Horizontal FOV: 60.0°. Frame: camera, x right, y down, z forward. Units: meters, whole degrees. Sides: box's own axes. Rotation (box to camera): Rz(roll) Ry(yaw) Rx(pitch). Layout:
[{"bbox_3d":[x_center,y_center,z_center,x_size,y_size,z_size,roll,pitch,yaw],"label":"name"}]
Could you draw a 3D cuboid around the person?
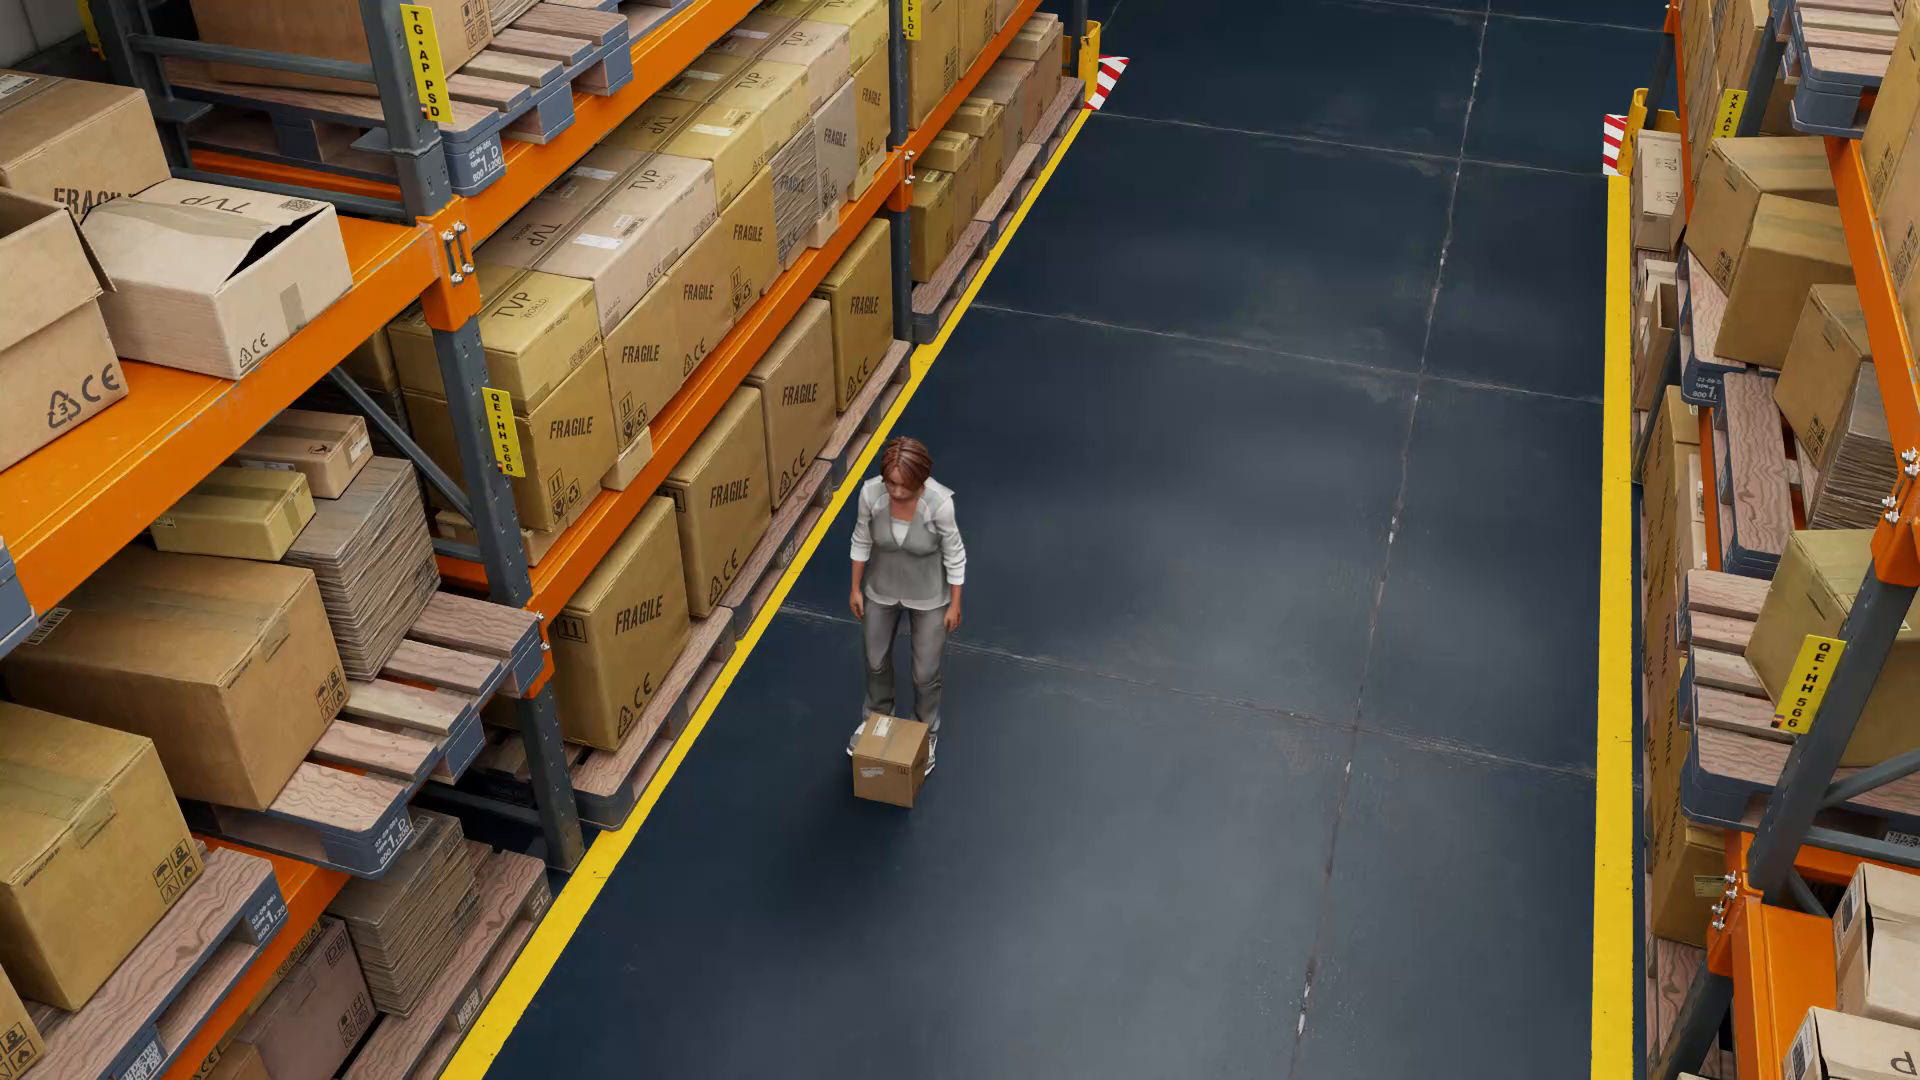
[{"bbox_3d":[-0.220,0.246,6.588,0.481,1.580,0.378,9,38,11],"label":"person"}]
